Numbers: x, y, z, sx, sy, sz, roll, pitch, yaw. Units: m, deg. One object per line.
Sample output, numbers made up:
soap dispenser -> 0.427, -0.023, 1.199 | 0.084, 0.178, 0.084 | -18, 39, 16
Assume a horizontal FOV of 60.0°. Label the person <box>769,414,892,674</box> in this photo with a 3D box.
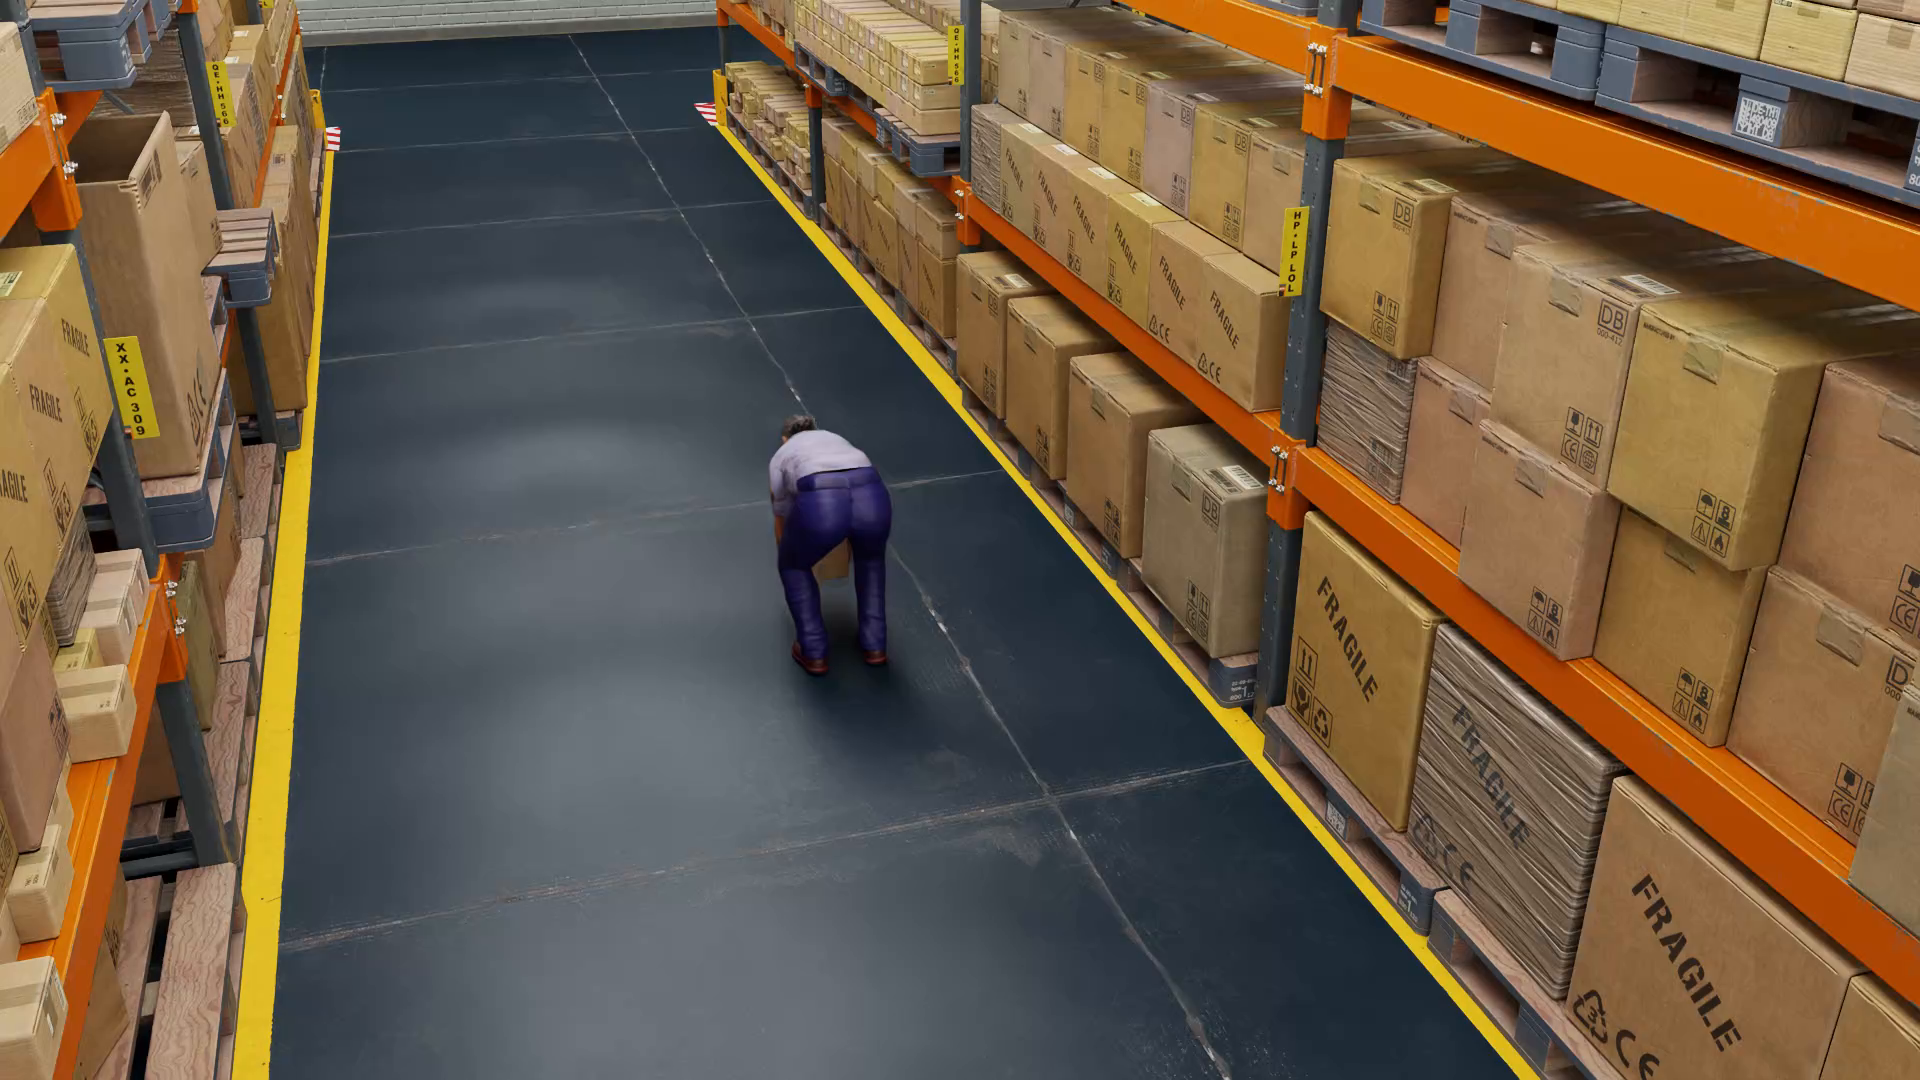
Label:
person -> -0.598, 0.001, 7.376 | 0.486, 0.986, 0.911 | -9, 28, -18
